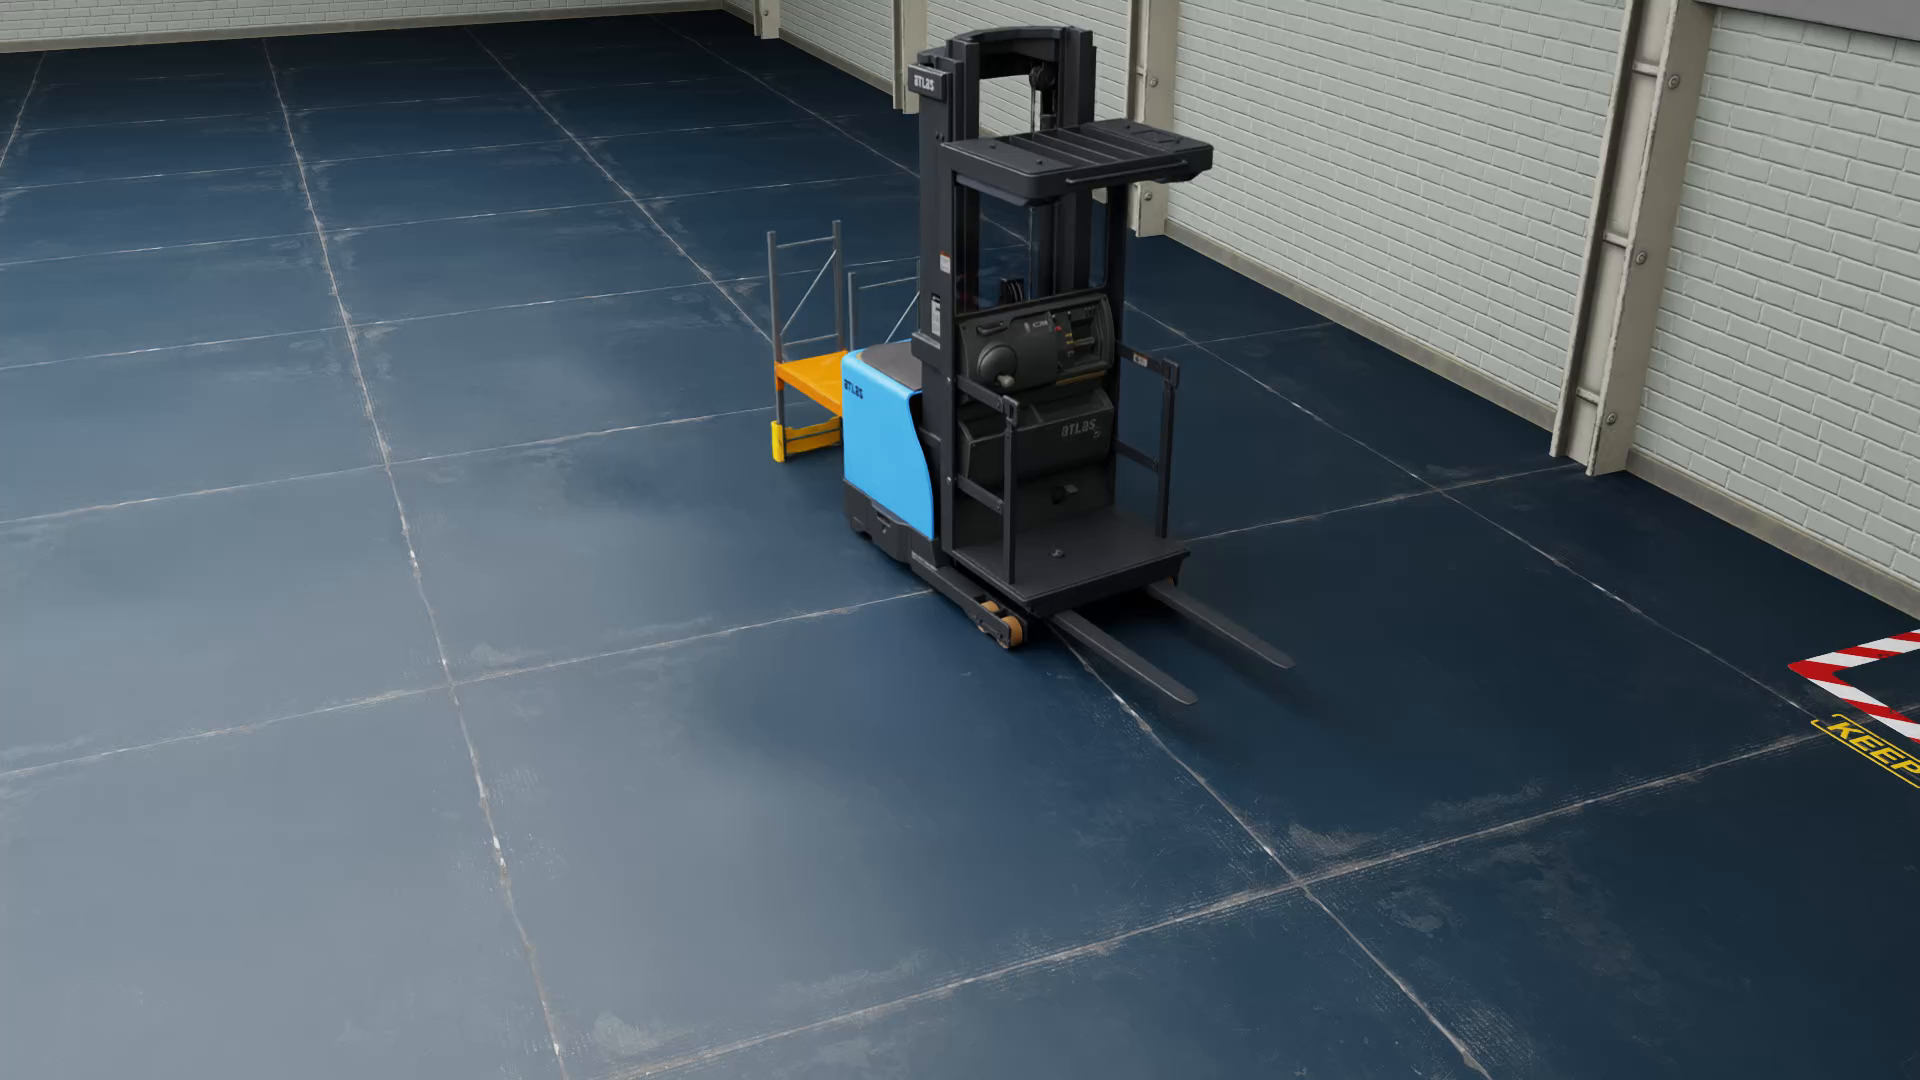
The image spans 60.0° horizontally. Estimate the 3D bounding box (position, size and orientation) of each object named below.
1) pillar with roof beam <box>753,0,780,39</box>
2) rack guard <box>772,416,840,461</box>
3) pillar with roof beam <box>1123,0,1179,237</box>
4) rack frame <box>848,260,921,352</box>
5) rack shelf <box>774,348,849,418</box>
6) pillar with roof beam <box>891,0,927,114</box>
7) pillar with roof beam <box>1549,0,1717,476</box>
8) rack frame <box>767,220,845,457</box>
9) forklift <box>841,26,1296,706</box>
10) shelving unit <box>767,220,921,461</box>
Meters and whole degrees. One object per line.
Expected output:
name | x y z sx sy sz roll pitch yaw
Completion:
pillar with roof beam | -6.930 -11.082 22.191 9.100 9.000 0.400 -11 28 -21
rack guard | -0.955 -0.704 10.906 0.587 0.250 0.087 -16 30 -29
pillar with roof beam | -2.231 -6.238 12.269 9.100 9.000 0.400 -11 28 -21
rack frame | -0.417 -0.897 9.877 0.500 1.500 0.032 -16 30 -29
rack shelf | -0.691 -0.923 10.341 0.538 0.185 1.000 -16 30 -29
pillar with roof beam | -4.581 -8.660 17.230 9.100 9.000 0.400 -11 28 -21
pillar with roof beam | 0.119 -3.815 7.308 9.100 9.000 0.400 -11 28 -21
rack frame | -0.965 -1.273 10.647 0.500 1.500 0.032 -16 30 -29
forklift | 0.522 -0.992 8.441 1.130 2.935 3.031 -16 30 -29
shelving unit | -0.686 -1.081 10.255 0.587 1.500 1.083 -16 30 -29
